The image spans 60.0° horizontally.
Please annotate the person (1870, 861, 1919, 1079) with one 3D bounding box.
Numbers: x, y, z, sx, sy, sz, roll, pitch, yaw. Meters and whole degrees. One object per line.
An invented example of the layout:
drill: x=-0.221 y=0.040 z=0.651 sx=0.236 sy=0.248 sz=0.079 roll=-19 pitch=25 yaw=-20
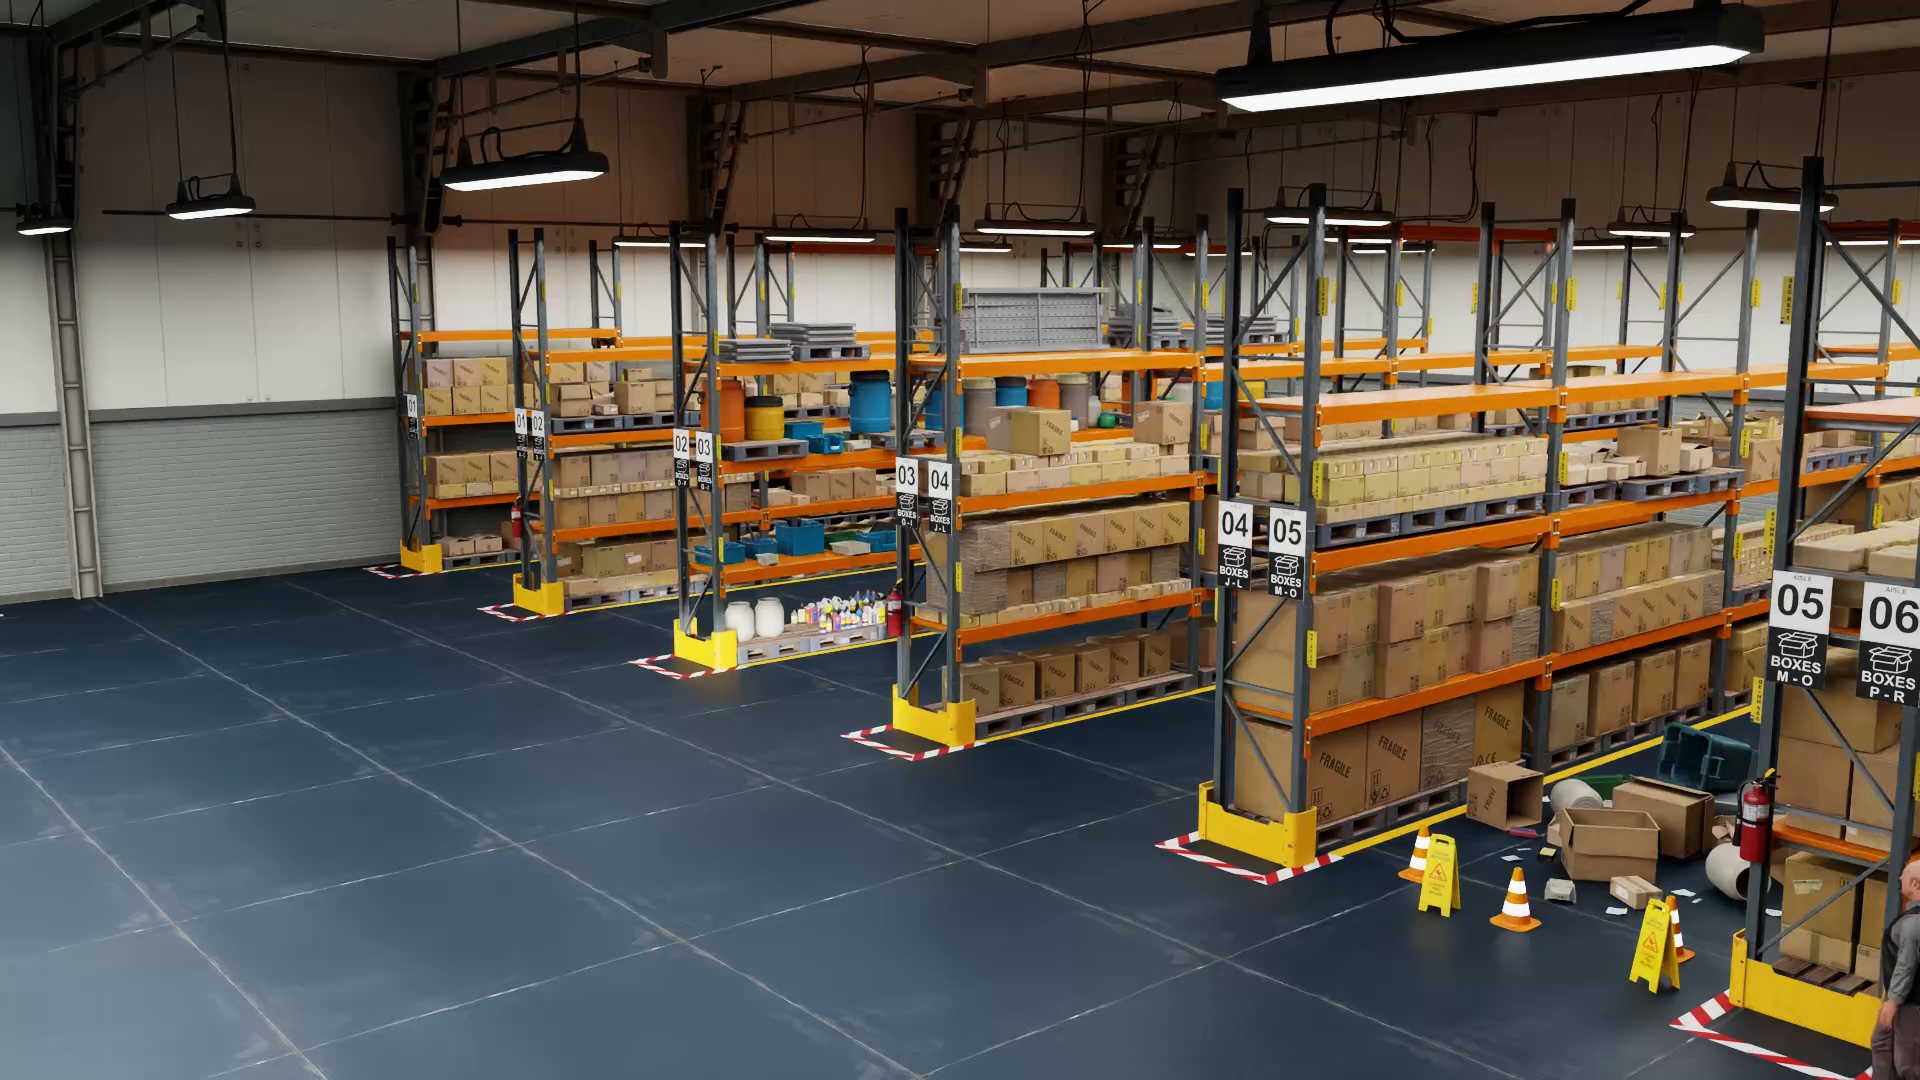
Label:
person: x=5.857 y=2.794 z=10.078 sx=0.808 sy=1.707 sz=0.518 roll=4 pitch=10 yaw=23
